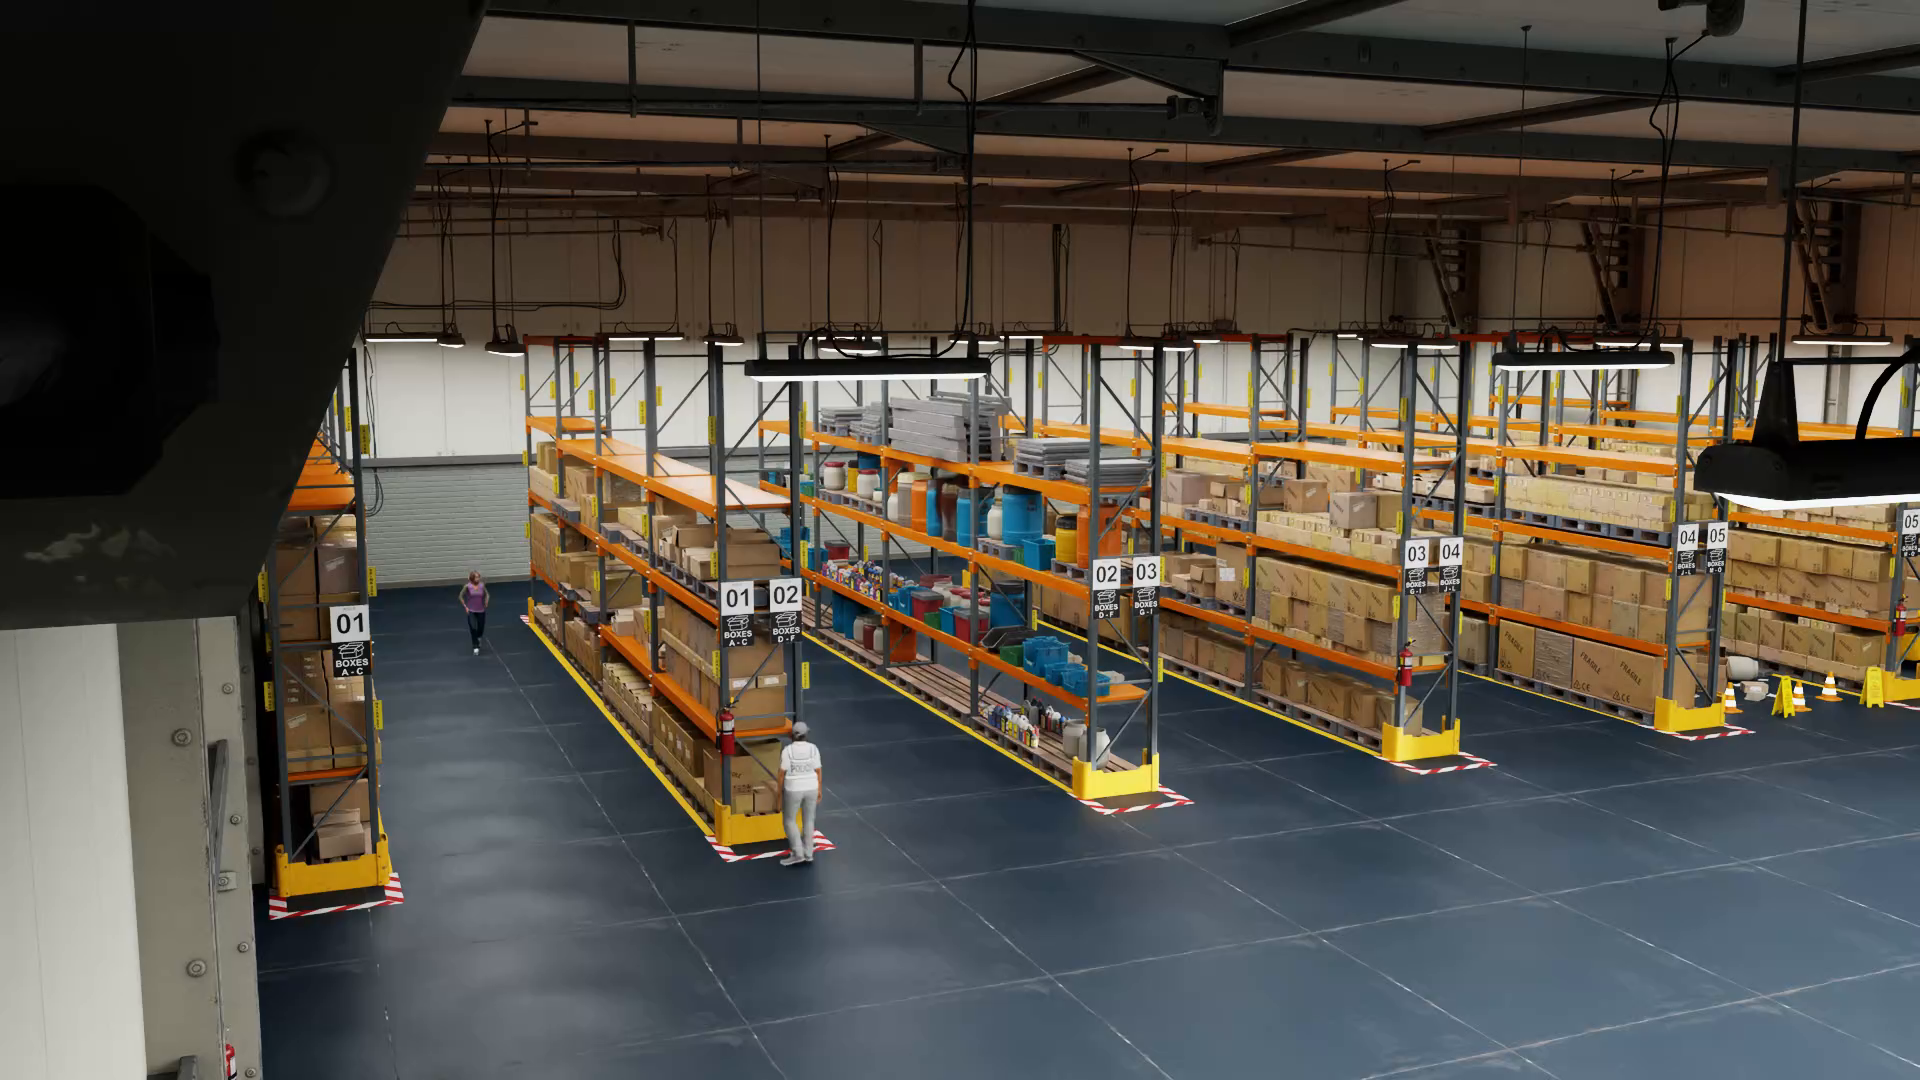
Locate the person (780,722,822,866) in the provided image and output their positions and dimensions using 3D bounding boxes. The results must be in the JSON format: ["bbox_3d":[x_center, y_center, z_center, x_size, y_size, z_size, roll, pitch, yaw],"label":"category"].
[{"bbox_3d":[-1.881,2.940,19.400,0.519,1.675,0.401,-3,8,-22],"label":"person"}]

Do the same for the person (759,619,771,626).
[{"bbox_3d":[-3.781,1.333,32.294,0.493,1.374,1.069,-1,8,-6],"label":"person"}]

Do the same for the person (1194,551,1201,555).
[{"bbox_3d":[4.734,1.074,33.298,0.642,1.678,1.021,-2,8,-17],"label":"person"}]

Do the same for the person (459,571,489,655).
[{"bbox_3d":[-9.242,1.365,31.672,0.566,1.590,0.648,-3,8,-20],"label":"person"}]
